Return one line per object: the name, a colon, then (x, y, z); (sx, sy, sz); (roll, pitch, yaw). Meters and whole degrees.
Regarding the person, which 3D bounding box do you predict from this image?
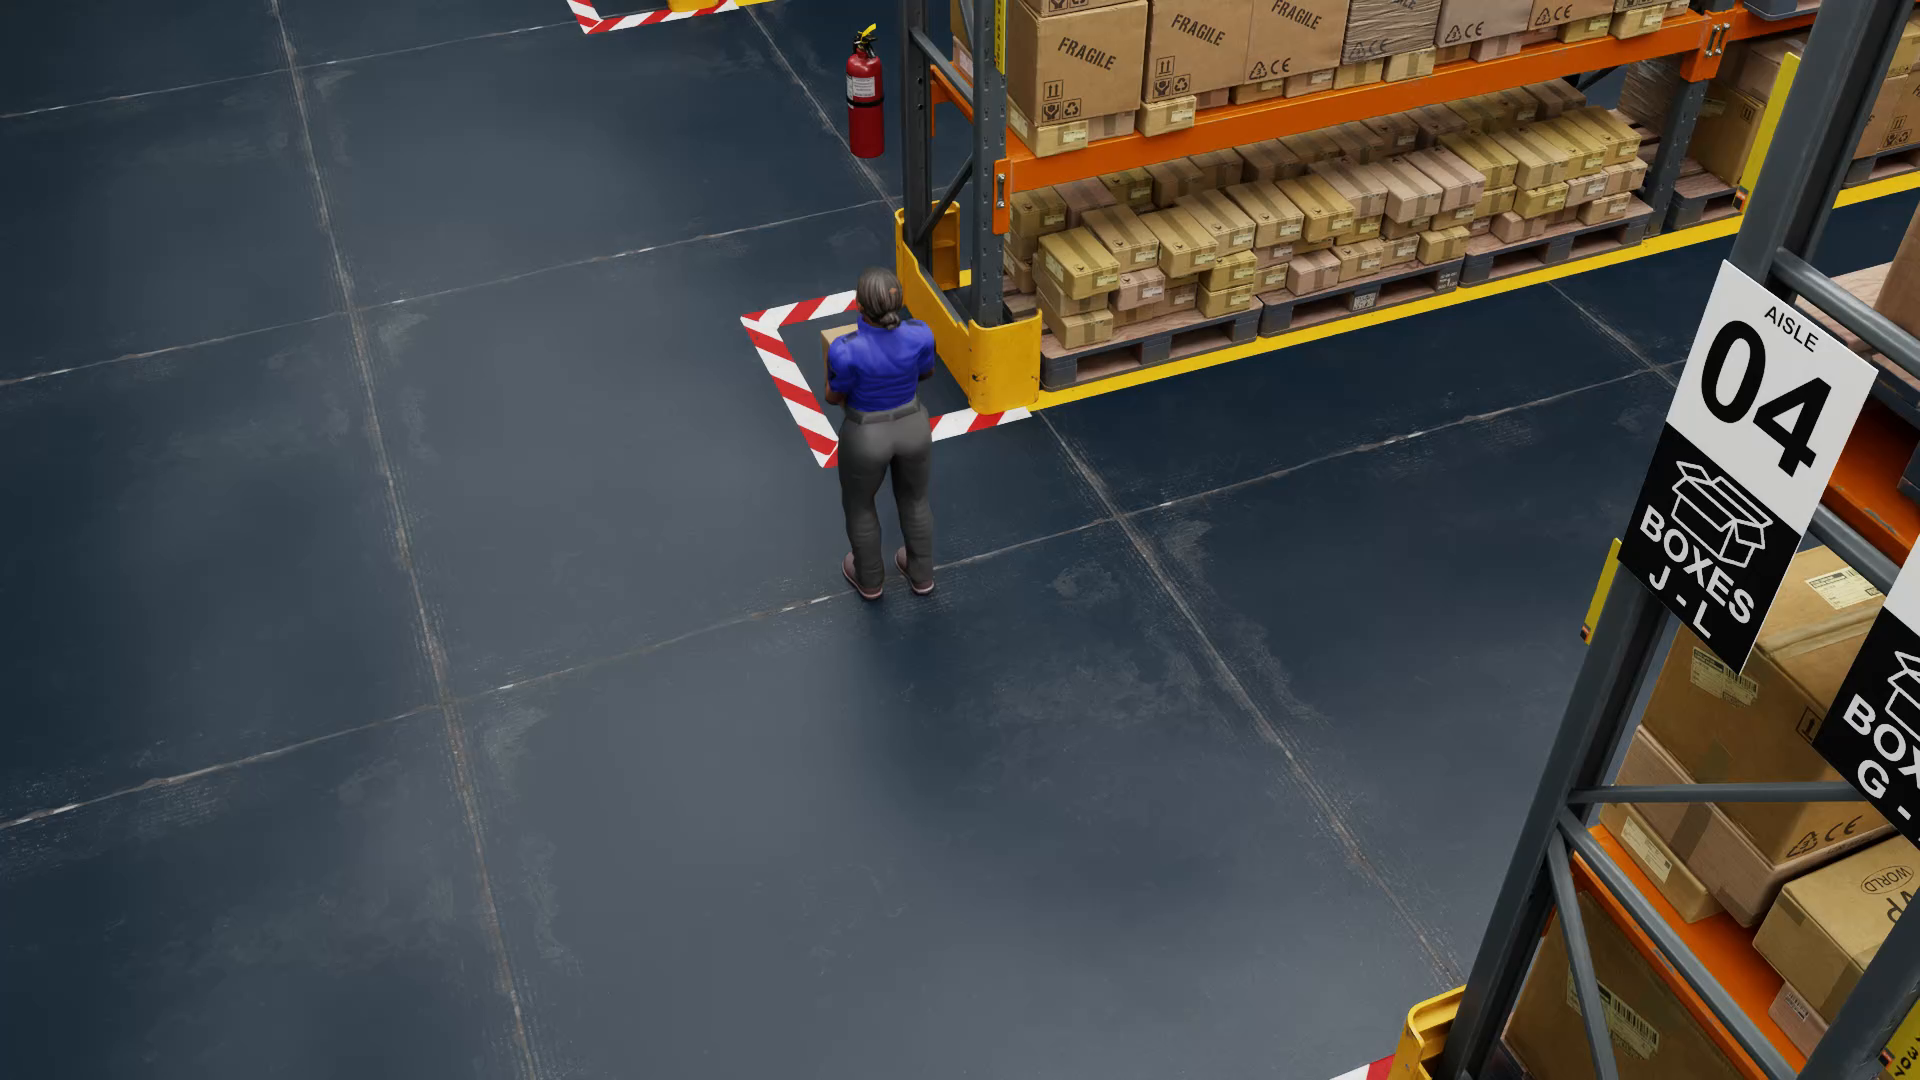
person: (-0.328, -0.456, 6.678); (0.450, 1.647, 0.517); (-15, 44, -16)
